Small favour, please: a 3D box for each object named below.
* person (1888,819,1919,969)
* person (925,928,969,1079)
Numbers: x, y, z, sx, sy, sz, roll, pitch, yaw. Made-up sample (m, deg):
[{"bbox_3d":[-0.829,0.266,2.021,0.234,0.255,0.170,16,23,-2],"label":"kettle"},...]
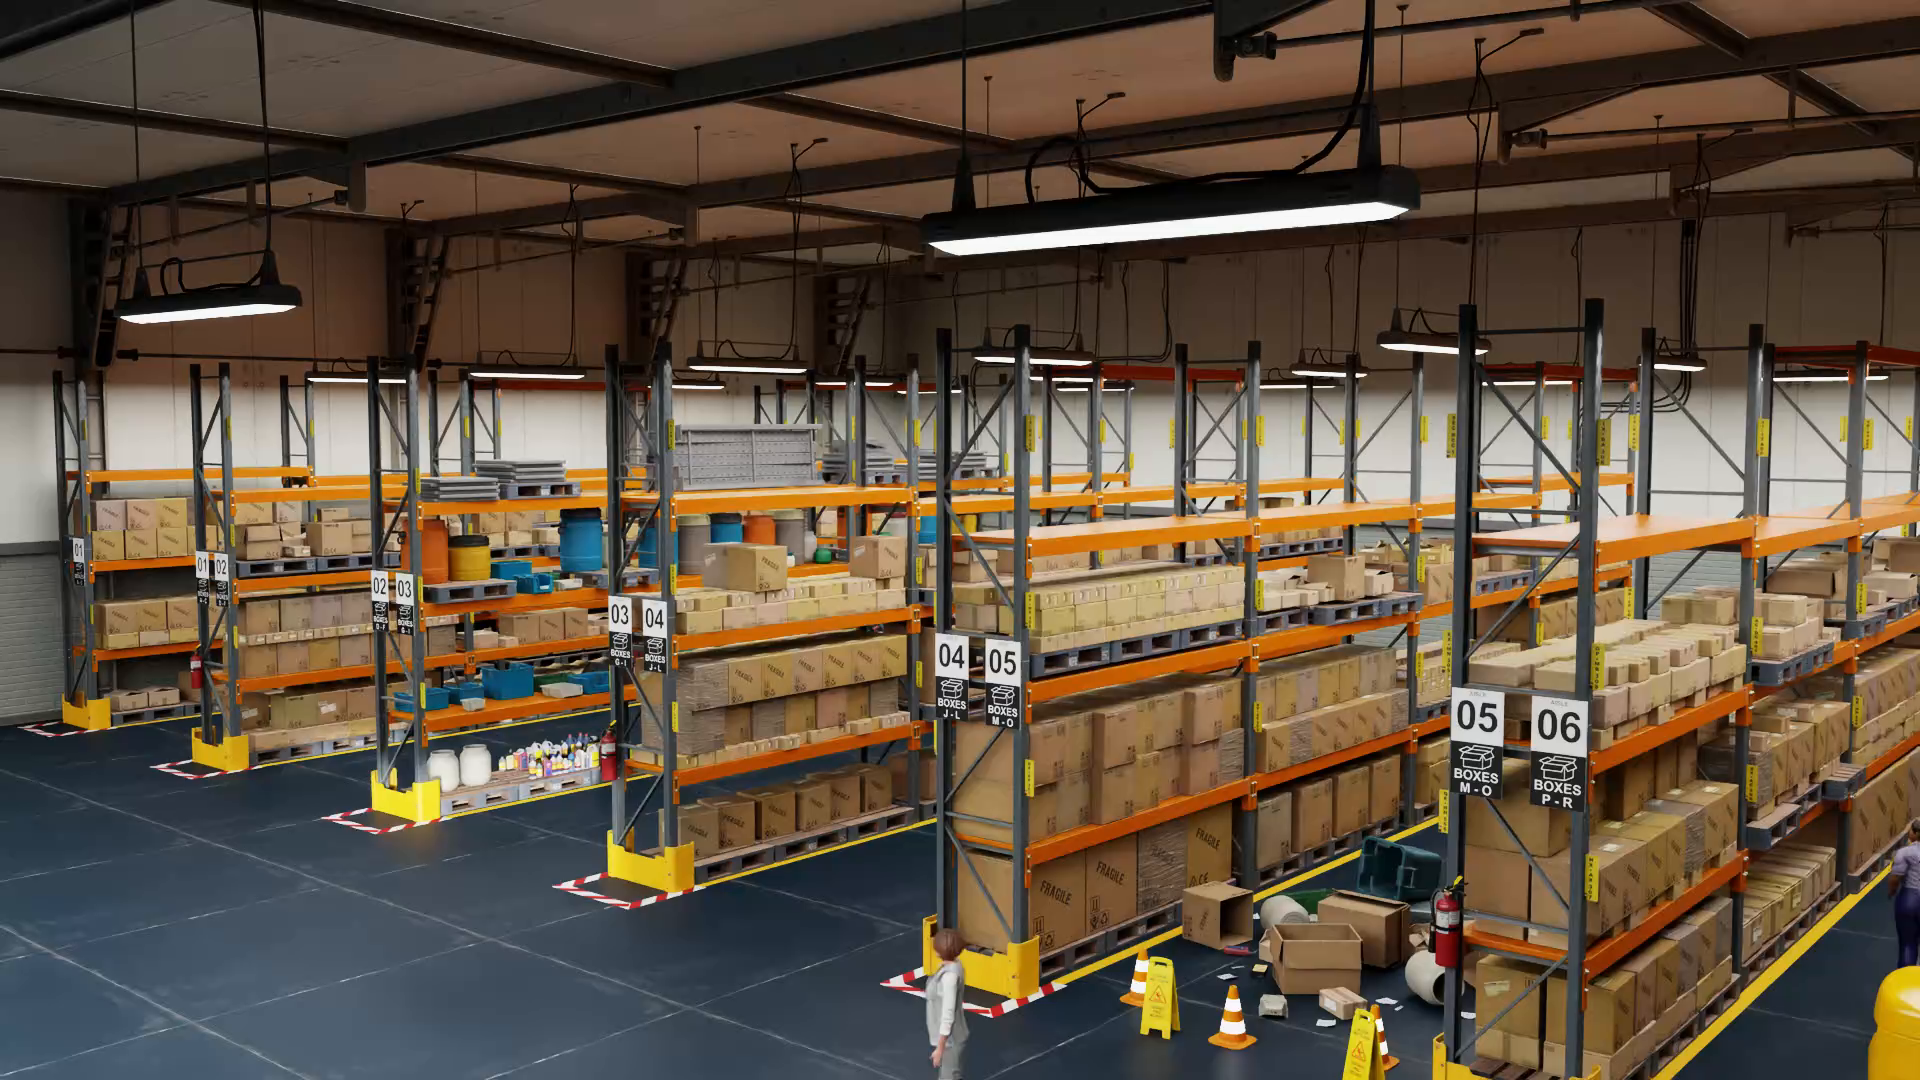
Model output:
[{"bbox_3d":[8.586,3.324,14.824,0.636,1.668,0.799,3,5,40],"label":"person"},{"bbox_3d":[-0.073,3.546,11.694,0.351,1.575,0.471,0,4,-3],"label":"person"}]
